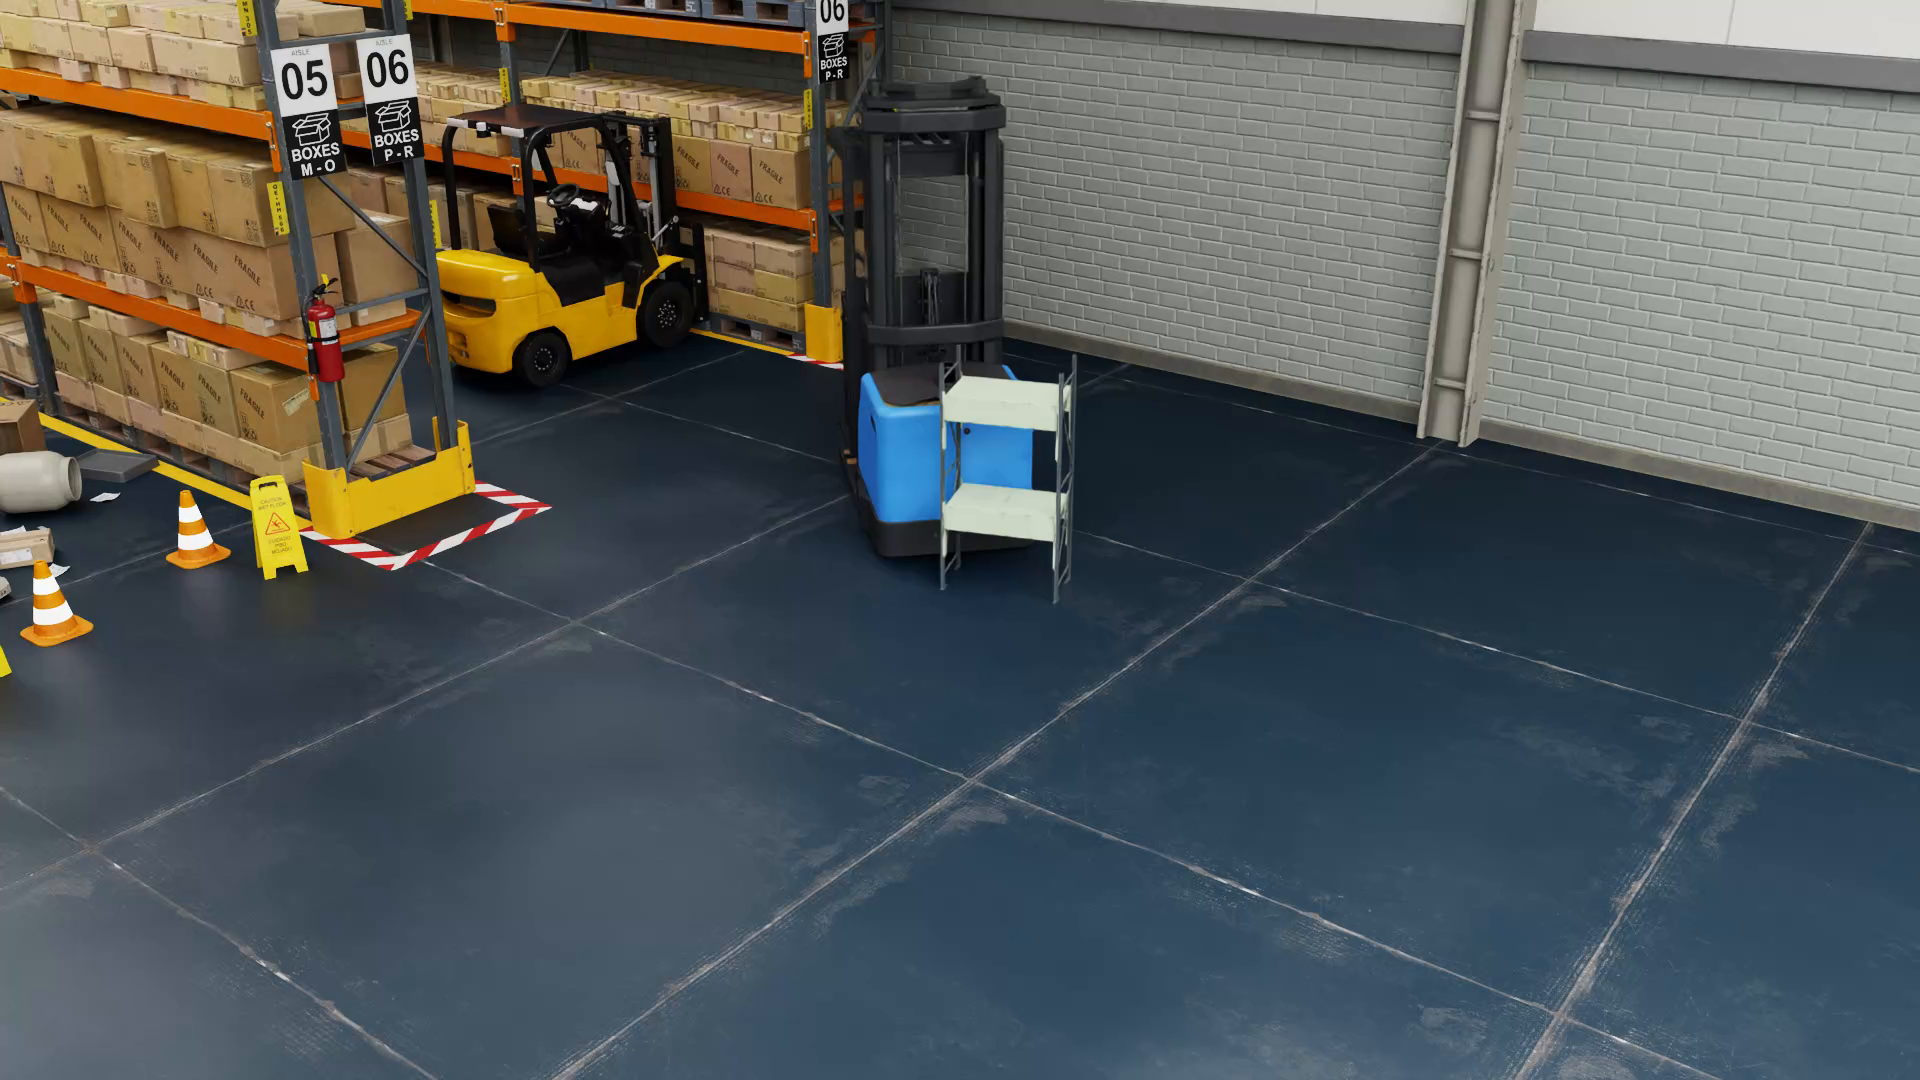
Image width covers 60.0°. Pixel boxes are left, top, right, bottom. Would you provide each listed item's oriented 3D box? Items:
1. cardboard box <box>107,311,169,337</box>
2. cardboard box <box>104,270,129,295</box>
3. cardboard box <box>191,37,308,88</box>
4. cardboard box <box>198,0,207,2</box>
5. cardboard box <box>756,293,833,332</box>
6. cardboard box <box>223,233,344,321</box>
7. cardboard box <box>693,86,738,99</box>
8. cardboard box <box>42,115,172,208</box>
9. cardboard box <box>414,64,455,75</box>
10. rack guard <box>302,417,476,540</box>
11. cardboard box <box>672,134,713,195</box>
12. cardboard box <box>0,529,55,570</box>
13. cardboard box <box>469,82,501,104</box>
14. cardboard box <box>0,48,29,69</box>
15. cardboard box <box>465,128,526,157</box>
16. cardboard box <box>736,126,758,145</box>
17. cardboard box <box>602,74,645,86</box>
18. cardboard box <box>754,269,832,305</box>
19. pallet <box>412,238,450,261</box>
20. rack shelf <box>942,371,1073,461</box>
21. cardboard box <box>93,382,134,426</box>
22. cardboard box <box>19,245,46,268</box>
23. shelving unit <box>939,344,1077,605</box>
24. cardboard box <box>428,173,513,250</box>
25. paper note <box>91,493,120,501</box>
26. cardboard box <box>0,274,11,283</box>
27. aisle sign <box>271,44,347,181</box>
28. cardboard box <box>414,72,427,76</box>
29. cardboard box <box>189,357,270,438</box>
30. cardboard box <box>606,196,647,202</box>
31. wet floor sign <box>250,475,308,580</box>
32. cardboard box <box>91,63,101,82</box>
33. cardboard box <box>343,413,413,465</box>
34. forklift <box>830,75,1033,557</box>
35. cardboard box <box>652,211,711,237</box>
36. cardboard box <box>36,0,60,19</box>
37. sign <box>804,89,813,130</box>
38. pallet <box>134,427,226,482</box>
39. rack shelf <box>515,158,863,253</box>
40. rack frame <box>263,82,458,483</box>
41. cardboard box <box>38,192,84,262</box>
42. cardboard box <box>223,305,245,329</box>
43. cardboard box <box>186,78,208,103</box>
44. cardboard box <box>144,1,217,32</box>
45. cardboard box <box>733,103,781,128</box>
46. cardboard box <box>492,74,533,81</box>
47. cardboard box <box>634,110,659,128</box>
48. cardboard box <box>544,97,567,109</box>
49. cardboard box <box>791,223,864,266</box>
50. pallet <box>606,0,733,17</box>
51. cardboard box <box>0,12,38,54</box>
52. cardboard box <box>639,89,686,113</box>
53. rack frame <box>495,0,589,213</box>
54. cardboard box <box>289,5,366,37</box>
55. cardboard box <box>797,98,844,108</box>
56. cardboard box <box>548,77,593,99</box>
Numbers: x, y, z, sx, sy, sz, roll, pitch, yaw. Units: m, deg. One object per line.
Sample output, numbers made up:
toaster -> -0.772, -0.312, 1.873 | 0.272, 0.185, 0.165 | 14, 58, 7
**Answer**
cardboard box -> -6.115, -1.649, 12.428 | 0.250, 0.149, 0.380 | 19, 30, 36
cardboard box -> -6.041, -1.936, 12.235 | 0.250, 0.149, 0.380 | 17, 29, 34
cardboard box -> -4.489, -3.052, 10.554 | 0.500, 0.250, 0.500 | 16, 29, 33
cardboard box -> -5.026, -3.689, 11.505 | 0.250, 0.149, 0.380 | 18, 29, 35
cardboard box -> -1.510, -2.123, 15.238 | 0.500, 0.250, 0.500 | 17, 29, 34
cardboard box -> -4.518, -1.800, 11.121 | 0.500, 0.500, 0.500 | 16, 29, 32
cardboard box -> -2.305, -4.190, 15.742 | 0.250, 0.149, 0.380 | 17, 29, 34
cardboard box -> -6.116, -2.745, 12.027 | 0.500, 0.500, 0.700 | 16, 28, 32
cardboard box -> -5.724, -5.077, 18.123 | 0.250, 0.149, 0.380 | 18, 29, 35
rack guard -> -3.979, -0.450, 11.651 | 0.348, 0.500, 1.175 | 17, 29, 33
cardboard box -> -2.315, -3.510, 15.372 | 0.500, 0.500, 0.500 | 16, 29, 32
cardboard box -> -6.178, 0.064, 10.920 | 0.380, 0.149, 0.250 | -10, 26, -21
cardboard box -> -4.769, -4.555, 16.940 | 0.250, 0.149, 0.380 | 16, 29, 33
cardboard box -> -6.842, -3.564, 12.209 | 0.250, 0.149, 0.380 | 17, 29, 33
cardboard box -> -4.705, -4.114, 17.053 | 0.500, 0.250, 0.500 | 18, 29, 34
cardboard box -> -1.783, -3.649, 14.882 | 0.250, 0.149, 0.380 | 17, 29, 34
cardboard box -> -3.313, -4.510, 16.469 | 0.250, 0.149, 0.380 | 17, 29, 33
cardboard box -> -1.521, -2.357, 15.149 | 0.500, 0.250, 0.500 | 16, 29, 33
pallet -> -5.738, -3.329, 18.545 | 1.213, 0.211, 1.003 | 17, 29, 33
rack shelf -> 0.293, -0.760, 10.148 | 0.720, 0.370, 0.431 | 7, 25, 15
cardboard box -> -6.375, -1.121, 12.964 | 0.500, 0.250, 0.500 | 19, 30, 36
cardboard box -> -7.059, -2.248, 12.944 | 0.250, 0.149, 0.380 | 17, 29, 33
shelving unit -> 0.293, -0.403, 10.305 | 0.755, 1.500, 0.431 | 7, 25, 15
cardboard box -> -5.186, -3.563, 18.041 | 0.625, 0.625, 0.875 | 16, 29, 33
paper note -> -6.128, -0.313, 11.922 | 0.148, 0.019, 0.142 | 7, 25, 15
cardboard box -> -9.278, -2.184, 15.225 | 0.625, 0.372, 0.950 | 16, 28, 32
aisle sign -> -4.043, -2.656, 10.335 | 0.004, 0.787, 0.394 | 17, 29, 33
cardboard box -> -5.850, -4.837, 17.580 | 0.250, 0.149, 0.380 | 16, 28, 32
cardboard box -> -5.135, -1.087, 11.956 | 0.500, 0.500, 0.500 | 18, 30, 35
cardboard box -> -3.221, -3.362, 16.810 | 0.500, 0.250, 0.500 | 16, 29, 33
wet floor sign -> -4.408, -0.107, 10.692 | 0.267, 0.644, 0.232 | -15, 28, -30
cardboard box -> -5.781, -3.272, 11.547 | 0.250, 0.149, 0.380 | 17, 29, 34
cardboard box -> -4.398, -0.794, 12.220 | 0.500, 0.250, 0.500 | 17, 29, 33
forklift -> -0.293, -1.796, 11.691 | 1.130, 2.935, 3.031 | -4, 24, -10
cardboard box -> -2.723, -2.945, 15.864 | 0.500, 0.250, 0.500 | 16, 28, 32
cardboard box -> -6.208, -3.748, 11.638 | 0.250, 0.149, 0.380 | 16, 28, 32
sign -> -1.281, -3.644, 14.071 | 0.005, 0.325, 0.100 | 17, 29, 33
pallet -> -5.580, -0.821, 12.851 | 1.213, 0.211, 1.003 | 17, 29, 33
rack shelf -> -2.545, -3.332, 15.985 | 4.000, 0.370, 1.077 | 17, 29, 33
rack frame -> -3.918, -1.575, 11.105 | 0.127, 3.000, 1.000 | 17, 29, 33
cardboard box -> -6.518, -2.414, 12.516 | 0.500, 0.500, 0.500 | 17, 29, 33
cardboard box -> -4.807, -1.576, 11.419 | 0.250, 0.149, 0.380 | 16, 29, 32
cardboard box -> -4.783, -2.954, 10.826 | 0.250, 0.149, 0.380 | 18, 29, 35
cardboard box -> -5.128, -3.454, 10.973 | 0.250, 0.149, 0.380 | 17, 29, 33
cardboard box -> -1.799, -3.779, 14.810 | 0.250, 0.149, 0.380 | 18, 29, 34
cardboard box -> -4.680, -4.784, 17.460 | 0.250, 0.149, 0.380 | 17, 29, 33
cardboard box -> -2.822, -3.945, 15.556 | 0.250, 0.149, 0.380 | 16, 28, 32
cardboard box -> -3.840, -4.264, 16.278 | 0.250, 0.149, 0.380 | 18, 29, 34
cardboard box -> -1.215, -2.747, 15.413 | 0.500, 0.250, 0.500 | 16, 29, 33
pallet -> -2.475, -4.984, 15.231 | 1.213, 0.211, 1.003 | 17, 29, 33
cardboard box -> -6.513, -3.666, 11.948 | 0.500, 0.250, 0.500 | 17, 29, 33
cardboard box -> -2.779, -4.110, 15.561 | 0.250, 0.149, 0.380 | 17, 29, 33
rack frame -> -4.145, -4.145, 16.937 | 0.127, 3.000, 1.000 | 17, 29, 33
cardboard box -> -4.080, -3.350, 10.735 | 0.250, 0.149, 0.380 | 17, 29, 33
cardboard box -> -1.260, -3.891, 15.064 | 0.250, 0.149, 0.380 | 18, 29, 35
cardboard box -> -3.794, -4.423, 16.270 | 0.250, 0.149, 0.380 | 17, 29, 34
